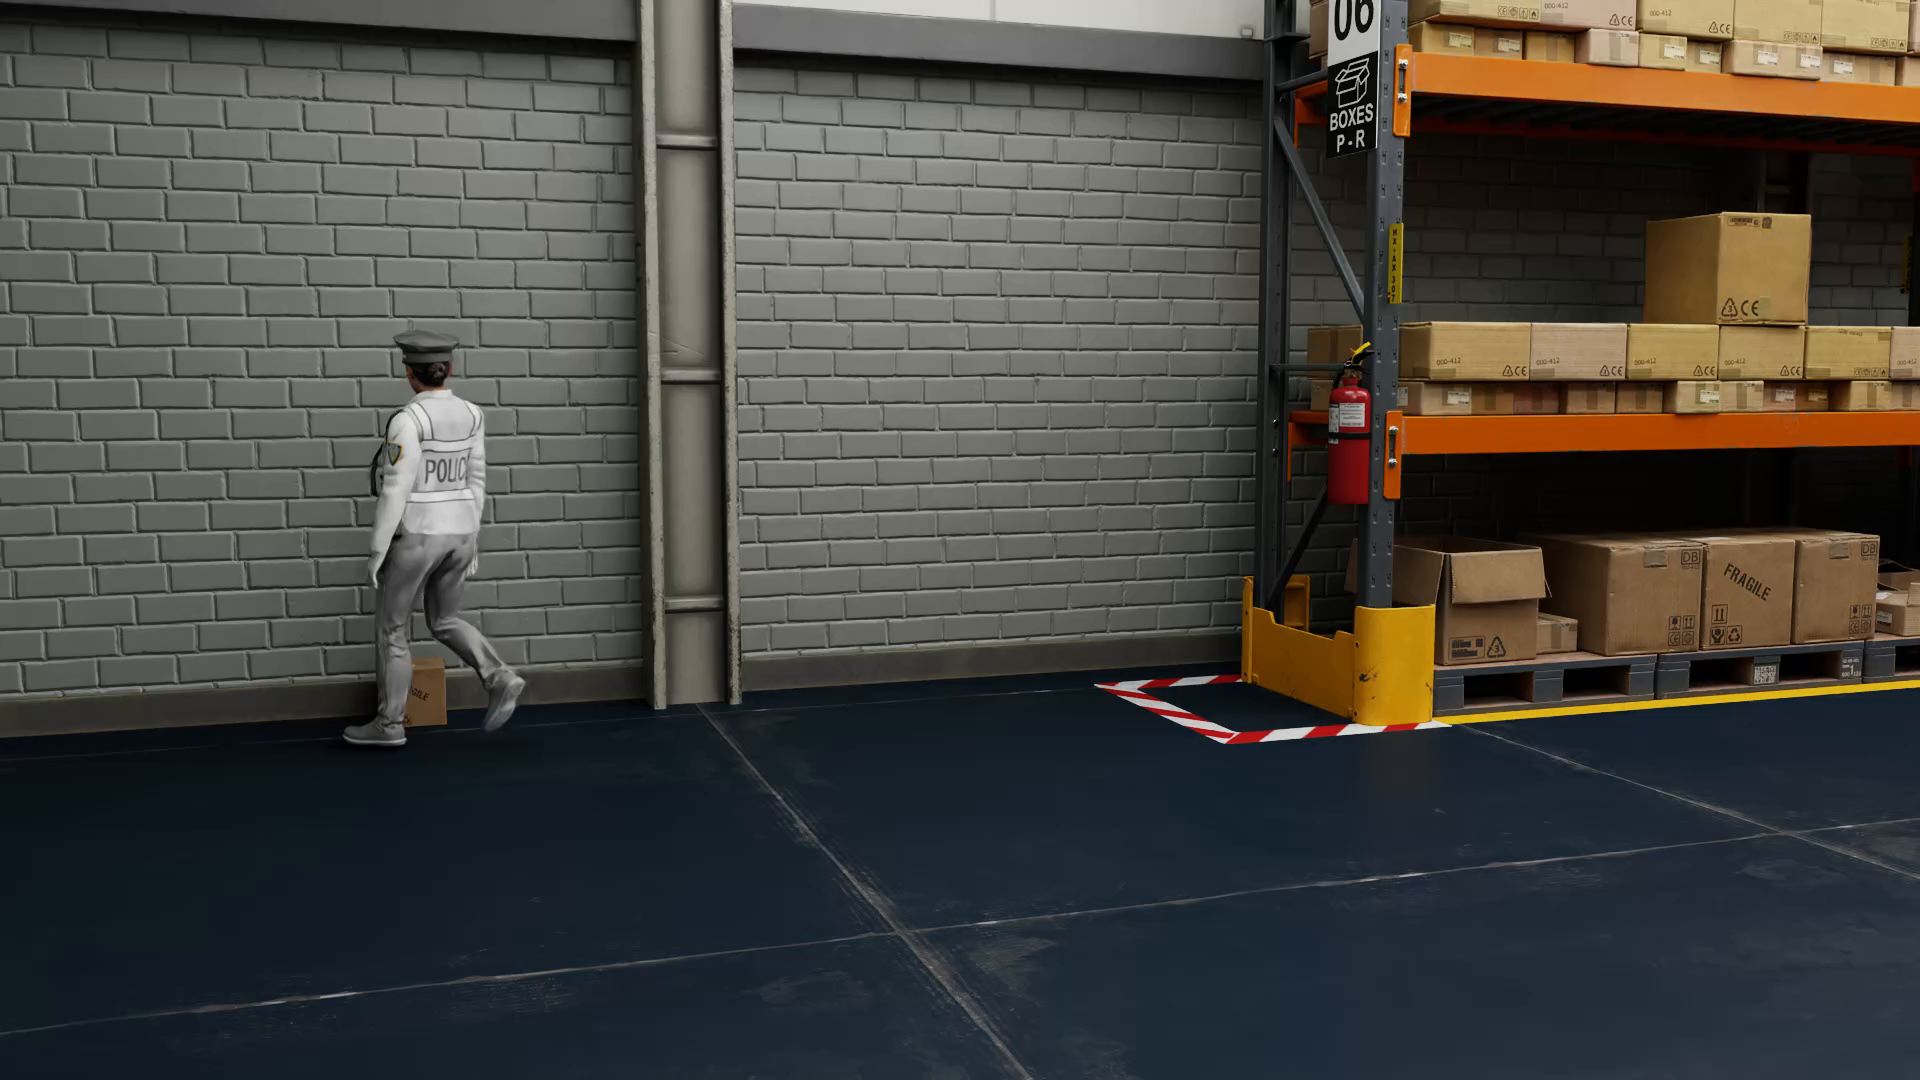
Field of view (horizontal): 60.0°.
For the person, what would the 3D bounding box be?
[{"bbox_3d":[-2.110,0.001,6.516,0.742,1.640,0.519,3,7,28],"label":"person"}]
